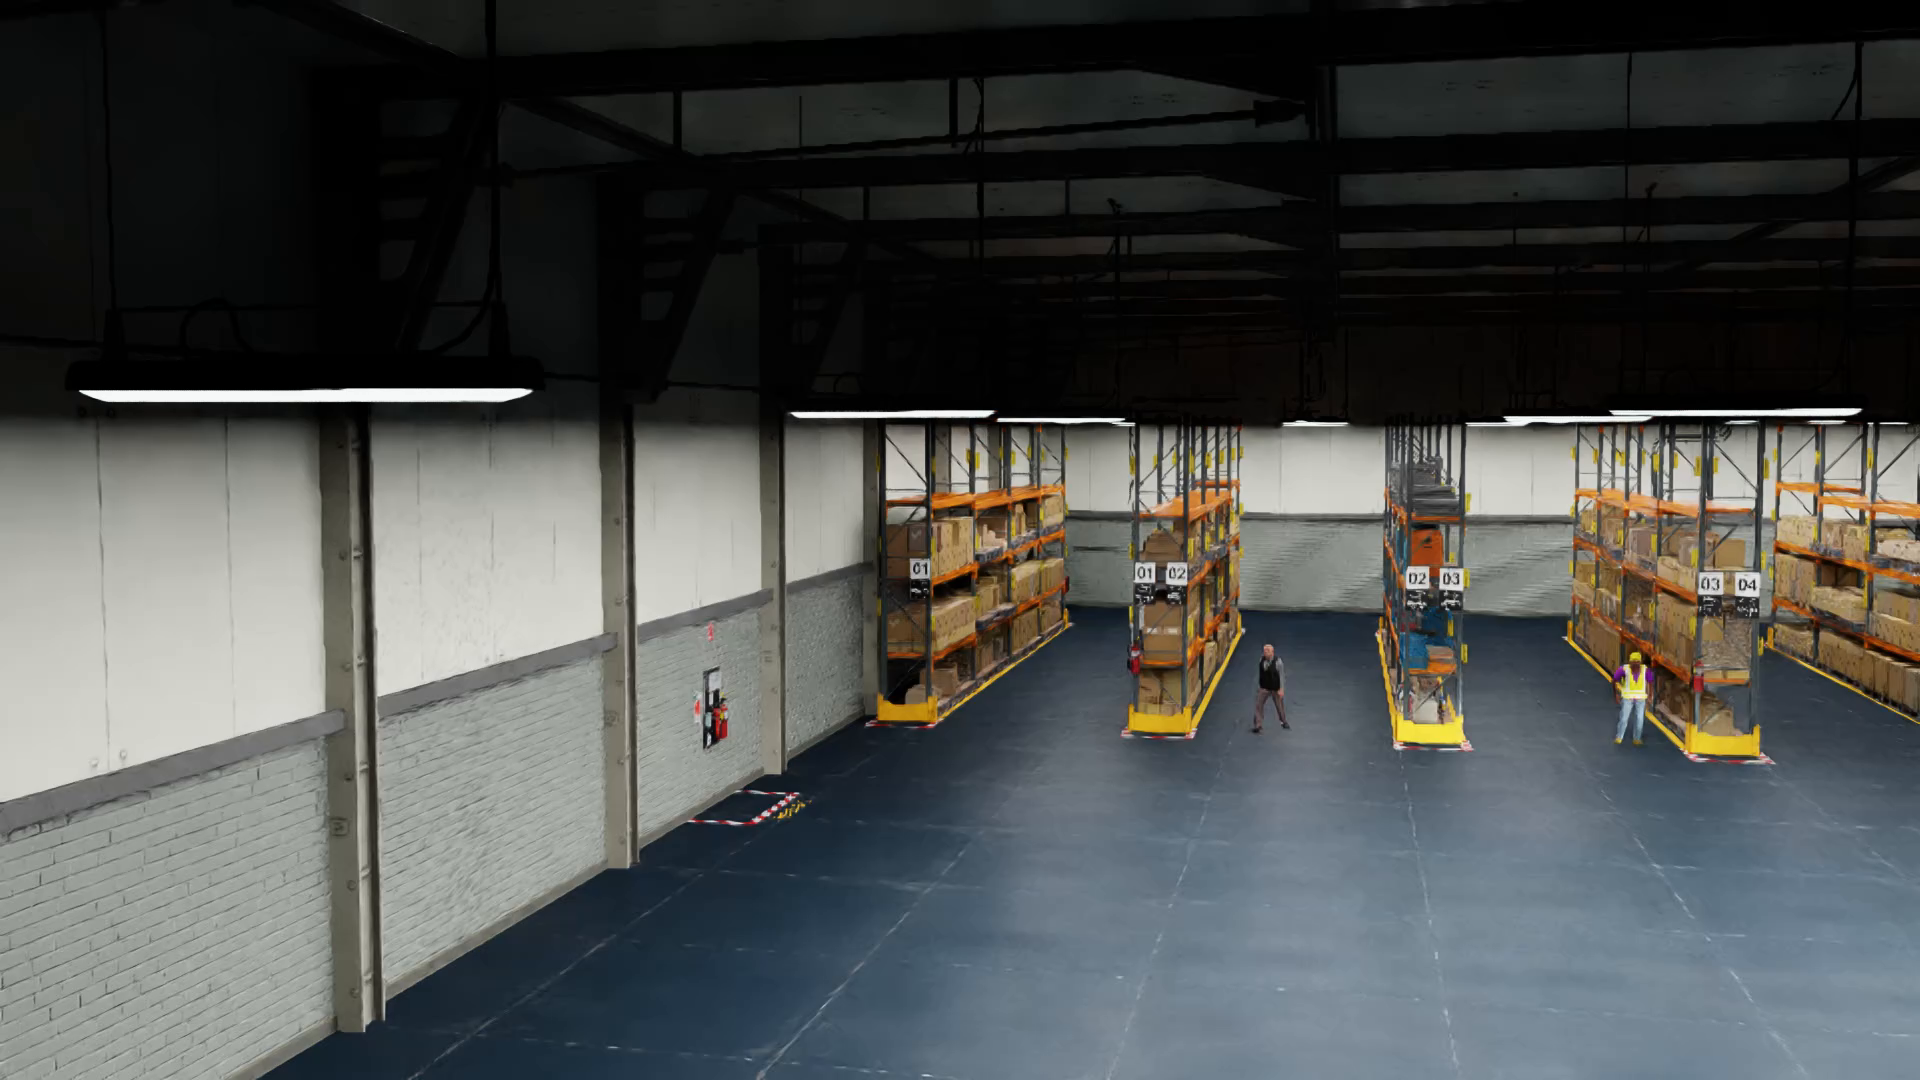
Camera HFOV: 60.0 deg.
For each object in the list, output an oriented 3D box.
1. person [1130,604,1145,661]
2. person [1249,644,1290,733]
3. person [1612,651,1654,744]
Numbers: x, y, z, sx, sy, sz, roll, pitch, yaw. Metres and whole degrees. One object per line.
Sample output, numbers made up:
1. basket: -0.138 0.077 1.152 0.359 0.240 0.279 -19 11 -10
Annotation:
1. person: 4.414 2.110 40.714 0.543 1.700 1.119 1 4 11
2. person: 5.843 2.781 31.259 0.576 1.676 0.962 3 5 35
3. person: 12.133 2.846 29.981 0.719 1.714 0.578 1 4 12
